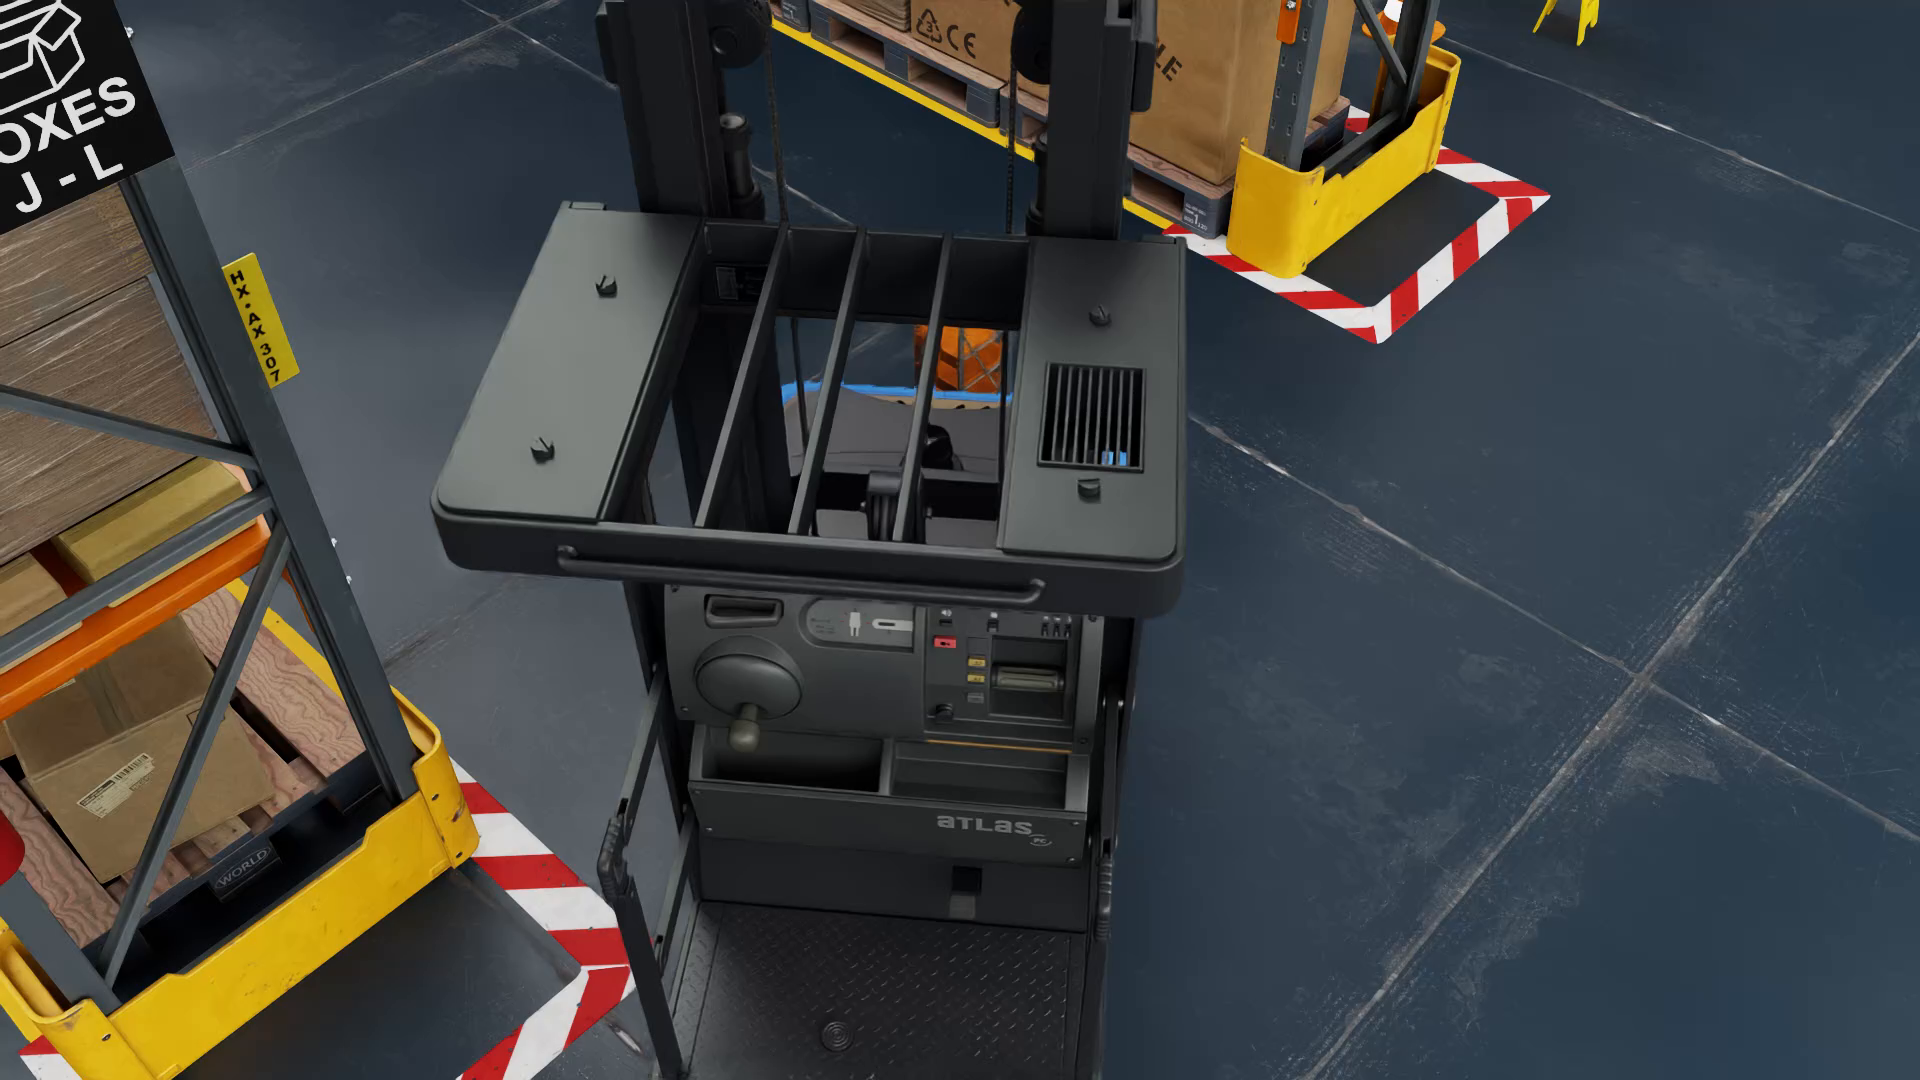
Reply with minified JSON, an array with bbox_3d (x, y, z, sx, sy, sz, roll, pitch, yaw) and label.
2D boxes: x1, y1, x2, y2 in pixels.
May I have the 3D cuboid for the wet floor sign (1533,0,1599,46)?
[{"bbox_3d":[2.943,-2.716,7.858,0.232,0.644,0.267,25,52,22],"label":"wet floor sign"}]

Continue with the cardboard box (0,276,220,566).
[{"bbox_3d":[-2.245,-0.291,3.693,0.500,0.500,0.875,34,55,28],"label":"cardboard box"}]

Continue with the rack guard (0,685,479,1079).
[{"bbox_3d":[-1.915,0.949,4.516,0.348,0.500,1.175,34,55,28],"label":"rack guard"}]

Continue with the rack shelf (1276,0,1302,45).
[{"bbox_3d":[0.109,-3.219,7.208,4.000,0.370,1.077,34,55,28],"label":"rack shelf"}]

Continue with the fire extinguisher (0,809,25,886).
[{"bbox_3d":[-2.088,0.461,3.312,0.183,0.674,0.296,34,55,28],"label":"fire extinguisher"}]

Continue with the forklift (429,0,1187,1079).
[{"bbox_3d":[-0.183,0.373,3.389,1.130,2.935,3.031,4,47,4],"label":"forklift"}]

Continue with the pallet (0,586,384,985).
[{"bbox_3d":[-2.488,0.628,5.016,1.213,0.211,1.003,34,55,28],"label":"pallet"}]

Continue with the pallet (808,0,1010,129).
[{"bbox_3d":[0.046,-2.478,7.932,1.213,0.211,1.003,34,55,28],"label":"pallet"}]

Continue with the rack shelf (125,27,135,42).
[{"bbox_3d":[-3.329,-1.638,3.666,4.000,0.370,1.077,34,55,28],"label":"rack shelf"}]

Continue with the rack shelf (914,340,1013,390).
[{"bbox_3d":[0.011,-0.537,5.163,0.180,0.103,0.258,34,55,28],"label":"rack shelf"}]

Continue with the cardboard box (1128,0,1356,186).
[{"bbox_3d":[1.036,-2.192,6.920,0.875,0.875,0.875,34,56,28],"label":"cardboard box"}]

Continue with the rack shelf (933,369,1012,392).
[{"bbox_3d":[0.011,-0.455,5.251,0.180,0.103,0.258,34,55,28],"label":"rack shelf"}]

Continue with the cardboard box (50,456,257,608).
[{"bbox_3d":[-1.907,-0.051,3.913,0.250,0.149,0.380,34,55,28],"label":"cardboard box"}]

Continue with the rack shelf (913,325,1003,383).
[{"bbox_3d":[0.011,-0.620,5.076,0.180,0.103,0.258,34,55,28],"label":"rack shelf"}]

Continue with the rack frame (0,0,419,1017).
[{"bbox_3d":[-1.859,0.131,3.569,0.127,3.000,1.000,34,55,28],"label":"rack frame"}]

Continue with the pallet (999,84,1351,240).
[{"bbox_3d":[0.938,-1.875,7.366,1.213,0.211,1.003,34,55,28],"label":"pallet"}]

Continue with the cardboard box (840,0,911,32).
[{"bbox_3d":[-0.281,-3.078,7.752,0.875,0.875,0.875,34,56,28],"label":"cardboard box"}]

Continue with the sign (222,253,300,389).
[{"bbox_3d":[-1.492,-0.456,3.527,0.005,0.325,0.100,34,55,28],"label":"sign"}]

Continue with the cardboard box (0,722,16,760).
[{"bbox_3d":[-2.770,0.248,4.886,0.500,0.500,0.500,-25,52,-21],"label":"cardboard box"}]

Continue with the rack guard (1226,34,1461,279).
[{"bbox_3d":[1.596,-1.608,6.917,0.348,0.500,1.175,34,55,28],"label":"rack guard"}]

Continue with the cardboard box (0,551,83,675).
[{"bbox_3d":[-2.209,0.187,3.689,0.250,0.149,0.380,34,55,28],"label":"cardboard box"}]

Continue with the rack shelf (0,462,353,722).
[{"bbox_3d":[-3.329,-0.611,4.760,4.000,0.370,1.077,34,55,28],"label":"rack shelf"}]

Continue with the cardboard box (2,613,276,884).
[{"bbox_3d":[-2.307,0.525,4.626,0.500,0.500,0.500,-28,53,-24],"label":"cardboard box"}]

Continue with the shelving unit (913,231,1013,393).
[{"bbox_3d":[0.011,-0.404,5.306,0.189,1.200,0.258,34,55,28],"label":"shelving unit"}]

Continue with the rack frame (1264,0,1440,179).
[{"bbox_3d":[1.579,-2.476,6.017,0.127,3.000,1.000,34,55,28],"label":"rack frame"}]

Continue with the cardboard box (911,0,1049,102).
[{"bbox_3d":[0.388,-2.626,7.328,0.875,0.875,0.875,33,55,27],"label":"cardboard box"}]

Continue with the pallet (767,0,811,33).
[{"bbox_3d":[-0.855,-3.081,8.498,1.213,0.211,1.003,34,55,28],"label":"pallet"}]

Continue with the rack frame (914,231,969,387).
[{"bbox_3d":[-0.057,-0.449,5.348,0.006,1.200,0.240,34,55,28],"label":"rack frame"}]

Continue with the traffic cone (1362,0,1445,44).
[{"bbox_3d":[2.152,-2.631,7.903,0.334,0.463,0.336,34,55,28],"label":"traffic cone"}]

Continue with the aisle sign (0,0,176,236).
[{"bbox_3d":[-1.610,-0.889,2.744,0.004,0.787,0.394,34,55,28],"label":"aisle sign"}]

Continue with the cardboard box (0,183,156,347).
[{"bbox_3d":[-2.079,-0.765,3.452,0.500,0.500,0.500,34,55,28],"label":"cardboard box"}]

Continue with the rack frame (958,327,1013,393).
[{"bbox_3d":[0.078,-0.358,5.263,0.006,1.200,0.240,34,55,28],"label":"rack frame"}]
